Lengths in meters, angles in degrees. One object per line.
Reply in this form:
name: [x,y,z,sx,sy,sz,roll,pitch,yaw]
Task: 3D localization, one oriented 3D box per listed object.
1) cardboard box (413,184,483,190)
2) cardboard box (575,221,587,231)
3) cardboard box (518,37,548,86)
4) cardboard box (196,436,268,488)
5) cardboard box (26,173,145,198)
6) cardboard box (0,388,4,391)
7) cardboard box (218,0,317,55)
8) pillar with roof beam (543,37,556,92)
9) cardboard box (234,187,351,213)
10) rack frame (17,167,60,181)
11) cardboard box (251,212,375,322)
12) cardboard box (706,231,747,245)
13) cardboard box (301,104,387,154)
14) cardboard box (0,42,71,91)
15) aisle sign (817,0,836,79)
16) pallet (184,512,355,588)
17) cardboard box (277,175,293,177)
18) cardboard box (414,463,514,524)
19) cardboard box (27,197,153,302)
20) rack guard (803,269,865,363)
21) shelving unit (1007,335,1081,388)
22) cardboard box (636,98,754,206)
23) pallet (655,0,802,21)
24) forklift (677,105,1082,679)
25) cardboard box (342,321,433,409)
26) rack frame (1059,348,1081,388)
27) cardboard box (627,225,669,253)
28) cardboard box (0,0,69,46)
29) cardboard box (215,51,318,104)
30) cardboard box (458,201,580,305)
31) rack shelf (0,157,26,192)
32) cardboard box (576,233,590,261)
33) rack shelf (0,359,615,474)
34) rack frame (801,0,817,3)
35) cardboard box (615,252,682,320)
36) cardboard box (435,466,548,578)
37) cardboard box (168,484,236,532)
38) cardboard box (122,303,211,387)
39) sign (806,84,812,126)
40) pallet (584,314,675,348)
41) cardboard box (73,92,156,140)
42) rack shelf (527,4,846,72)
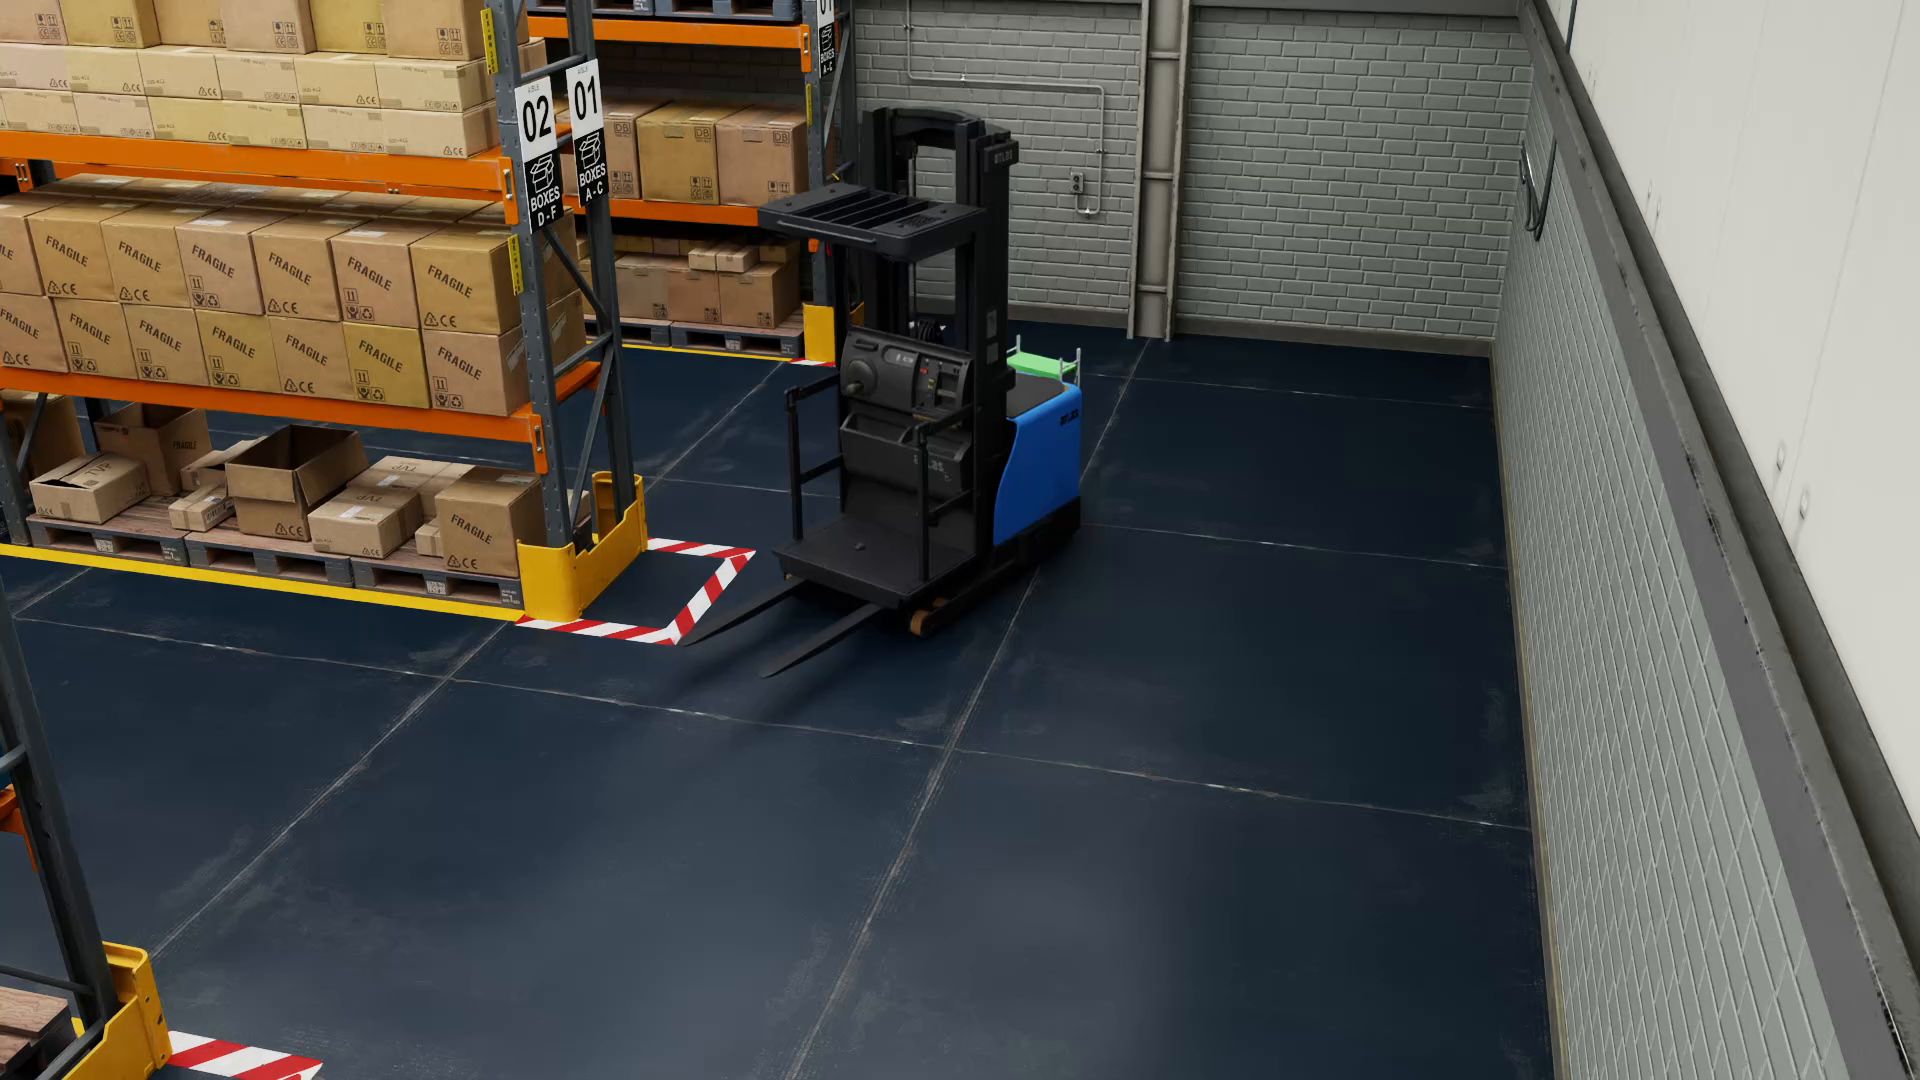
cardboard box: [-4.438,-3.656,15.090,0.700,0.700,0.980,7,26,14]
cardboard box: [-3.585,-2.831,15.371,0.250,0.149,0.380,5,26,11]
cardboard box: [-2.748,-2.770,9.682,0.500,0.250,0.500,6,26,13]
cardboard box: [-4.841,-0.484,11.393,0.500,0.311,0.500,6,26,13]
cardboard box: [-5.635,-2.073,10.834,0.500,0.500,0.500,6,26,13]
cardboard box: [-7.117,-0.798,11.833,0.500,0.500,0.500,7,26,14]
cardboard box: [-3.791,-3.091,9.484,0.500,0.500,0.700,6,26,13]
pillar with roof beam: [-5.138,-4.787,10.836,0.400,9.000,9.100,6,26,13]
cardboard box: [-4.163,-1.910,10.494,0.500,0.500,0.500,6,26,13]
rack frame: [-8.833,-4.013,16.190,0.127,3.000,1.000,6,26,13]
cardboard box: [-3.808,-1.631,9.907,0.500,0.500,0.500,7,26,14]
cardboard box: [-2.108,-2.668,15.029,0.250,0.149,0.380,6,26,13]
cardboard box: [-3.360,-2.384,9.453,0.500,0.250,0.500,6,26,13]
cardboard box: [-5.296,-2.827,9.801,0.500,0.250,0.500,6,26,13]
aisle sign: [-1.090,-4.198,13.554,0.004,0.787,0.394,6,26,13]
pallet: [-4.339,-0.060,11.130,1.213,0.211,1.003,6,26,13]
cardboard box: [-6.118,-3.467,15.311,0.250,0.149,0.380,6,26,13]
cardboard box: [-3.256,-0.281,11.038,0.500,0.250,0.500,6,26,13]
cardboard box: [-5.303,-1.796,10.254,0.500,0.500,0.500,5,26,11]
rack guard: [-1.062,-2.026,14.923,0.348,0.500,1.175,6,26,13]
shelving unit: [0.535,-0.765,11.461,0.503,1.200,0.258,17,30,32]
cardboard box: [-2.289,-3.416,14.587,0.700,0.700,0.980,6,26,13]
pallet: [-1.807,-4.546,13.923,1.213,0.211,1.003,6,26,13]
forklift: [-0.460,-0.974,9.885,1.130,2.935,3.031,17,30,32]
cardboard box: [-3.320,-1.128,10.014,0.500,0.500,0.500,7,26,13]
rack frame: [0.732,-0.703,11.331,0.015,1.200,0.240,17,30,32]
cardboard box: [-2.846,-2.749,15.199,0.250,0.149,0.380,7,26,14]
cardboard box: [-5.260,-3.225,9.765,0.500,0.500,0.700,6,26,13]
cardboard box: [-3.844,-2.664,9.459,0.500,0.250,0.500,6,26,13]
cardboard box: [-2.680,-1.748,10.153,0.500,0.500,0.500,7,26,15]
rack shelf: [-10.770,-3.903,16.795,4.000,0.370,1.077,6,26,13]
cardboard box: [-3.469,-2.648,14.987,0.250,0.149,0.380,6,26,12]
rack shelf: [-4.253,-0.983,10.663,4.000,0.370,1.077,6,26,13]
rack frame: [-1.085,-5.866,13.102,0.127,3.000,1.000,6,26,13]
cardboard box: [-2.760,-2.358,15.133,0.500,0.500,0.700,5,26,11]
cardboard box: [-2.904,-0.120,10.408,0.500,0.500,0.500,6,26,13]
cardboard box: [-4.997,-0.218,11.003,0.250,0.166,0.380,6,26,13]
cardboard box: [-4.783,-1.292,10.357,0.500,0.500,0.500,6,26,13]
sign: [-1.234,-3.562,13.620,0.005,0.325,0.100,6,26,13]
pallet: [-3.057,-2.082,15.378,1.213,0.211,1.003,6,26,13]
cardboard box: [-4.813,-2.545,9.790,0.500,0.250,0.500,6,26,13]
rack shelf: [-3.022,-4.401,14.351,4.000,0.370,1.077,6,26,13]
